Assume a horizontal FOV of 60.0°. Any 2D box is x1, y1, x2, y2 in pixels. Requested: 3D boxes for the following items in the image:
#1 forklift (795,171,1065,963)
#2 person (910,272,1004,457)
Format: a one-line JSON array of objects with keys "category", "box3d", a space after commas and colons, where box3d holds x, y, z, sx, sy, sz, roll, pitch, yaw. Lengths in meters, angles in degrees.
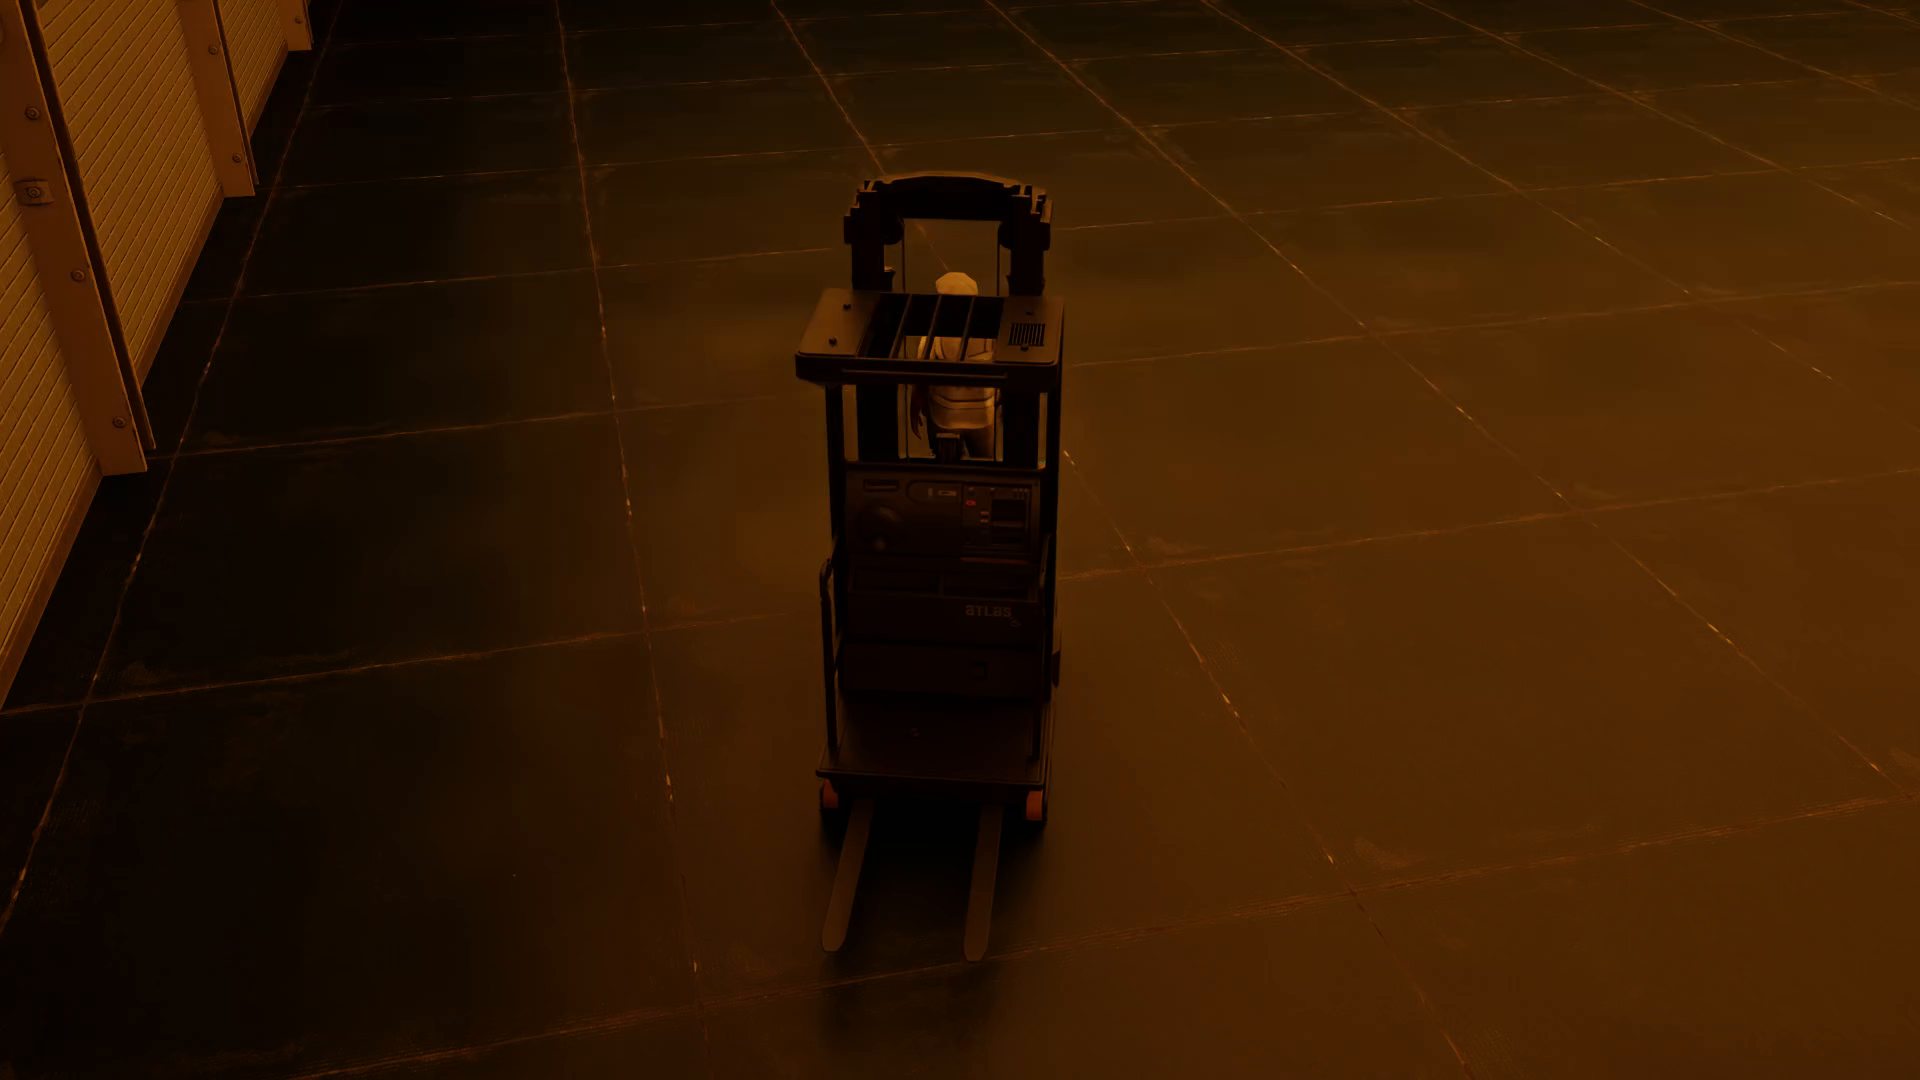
[{"category": "forklift", "box3d": [-0.102, -0.073, 7.700, 1.130, 2.935, 3.031, 3, 30, 5]}, {"category": "person", "box3d": [-0.007, -0.817, 10.118, 0.640, 1.780, 0.575, -7, 31, -12]}]
